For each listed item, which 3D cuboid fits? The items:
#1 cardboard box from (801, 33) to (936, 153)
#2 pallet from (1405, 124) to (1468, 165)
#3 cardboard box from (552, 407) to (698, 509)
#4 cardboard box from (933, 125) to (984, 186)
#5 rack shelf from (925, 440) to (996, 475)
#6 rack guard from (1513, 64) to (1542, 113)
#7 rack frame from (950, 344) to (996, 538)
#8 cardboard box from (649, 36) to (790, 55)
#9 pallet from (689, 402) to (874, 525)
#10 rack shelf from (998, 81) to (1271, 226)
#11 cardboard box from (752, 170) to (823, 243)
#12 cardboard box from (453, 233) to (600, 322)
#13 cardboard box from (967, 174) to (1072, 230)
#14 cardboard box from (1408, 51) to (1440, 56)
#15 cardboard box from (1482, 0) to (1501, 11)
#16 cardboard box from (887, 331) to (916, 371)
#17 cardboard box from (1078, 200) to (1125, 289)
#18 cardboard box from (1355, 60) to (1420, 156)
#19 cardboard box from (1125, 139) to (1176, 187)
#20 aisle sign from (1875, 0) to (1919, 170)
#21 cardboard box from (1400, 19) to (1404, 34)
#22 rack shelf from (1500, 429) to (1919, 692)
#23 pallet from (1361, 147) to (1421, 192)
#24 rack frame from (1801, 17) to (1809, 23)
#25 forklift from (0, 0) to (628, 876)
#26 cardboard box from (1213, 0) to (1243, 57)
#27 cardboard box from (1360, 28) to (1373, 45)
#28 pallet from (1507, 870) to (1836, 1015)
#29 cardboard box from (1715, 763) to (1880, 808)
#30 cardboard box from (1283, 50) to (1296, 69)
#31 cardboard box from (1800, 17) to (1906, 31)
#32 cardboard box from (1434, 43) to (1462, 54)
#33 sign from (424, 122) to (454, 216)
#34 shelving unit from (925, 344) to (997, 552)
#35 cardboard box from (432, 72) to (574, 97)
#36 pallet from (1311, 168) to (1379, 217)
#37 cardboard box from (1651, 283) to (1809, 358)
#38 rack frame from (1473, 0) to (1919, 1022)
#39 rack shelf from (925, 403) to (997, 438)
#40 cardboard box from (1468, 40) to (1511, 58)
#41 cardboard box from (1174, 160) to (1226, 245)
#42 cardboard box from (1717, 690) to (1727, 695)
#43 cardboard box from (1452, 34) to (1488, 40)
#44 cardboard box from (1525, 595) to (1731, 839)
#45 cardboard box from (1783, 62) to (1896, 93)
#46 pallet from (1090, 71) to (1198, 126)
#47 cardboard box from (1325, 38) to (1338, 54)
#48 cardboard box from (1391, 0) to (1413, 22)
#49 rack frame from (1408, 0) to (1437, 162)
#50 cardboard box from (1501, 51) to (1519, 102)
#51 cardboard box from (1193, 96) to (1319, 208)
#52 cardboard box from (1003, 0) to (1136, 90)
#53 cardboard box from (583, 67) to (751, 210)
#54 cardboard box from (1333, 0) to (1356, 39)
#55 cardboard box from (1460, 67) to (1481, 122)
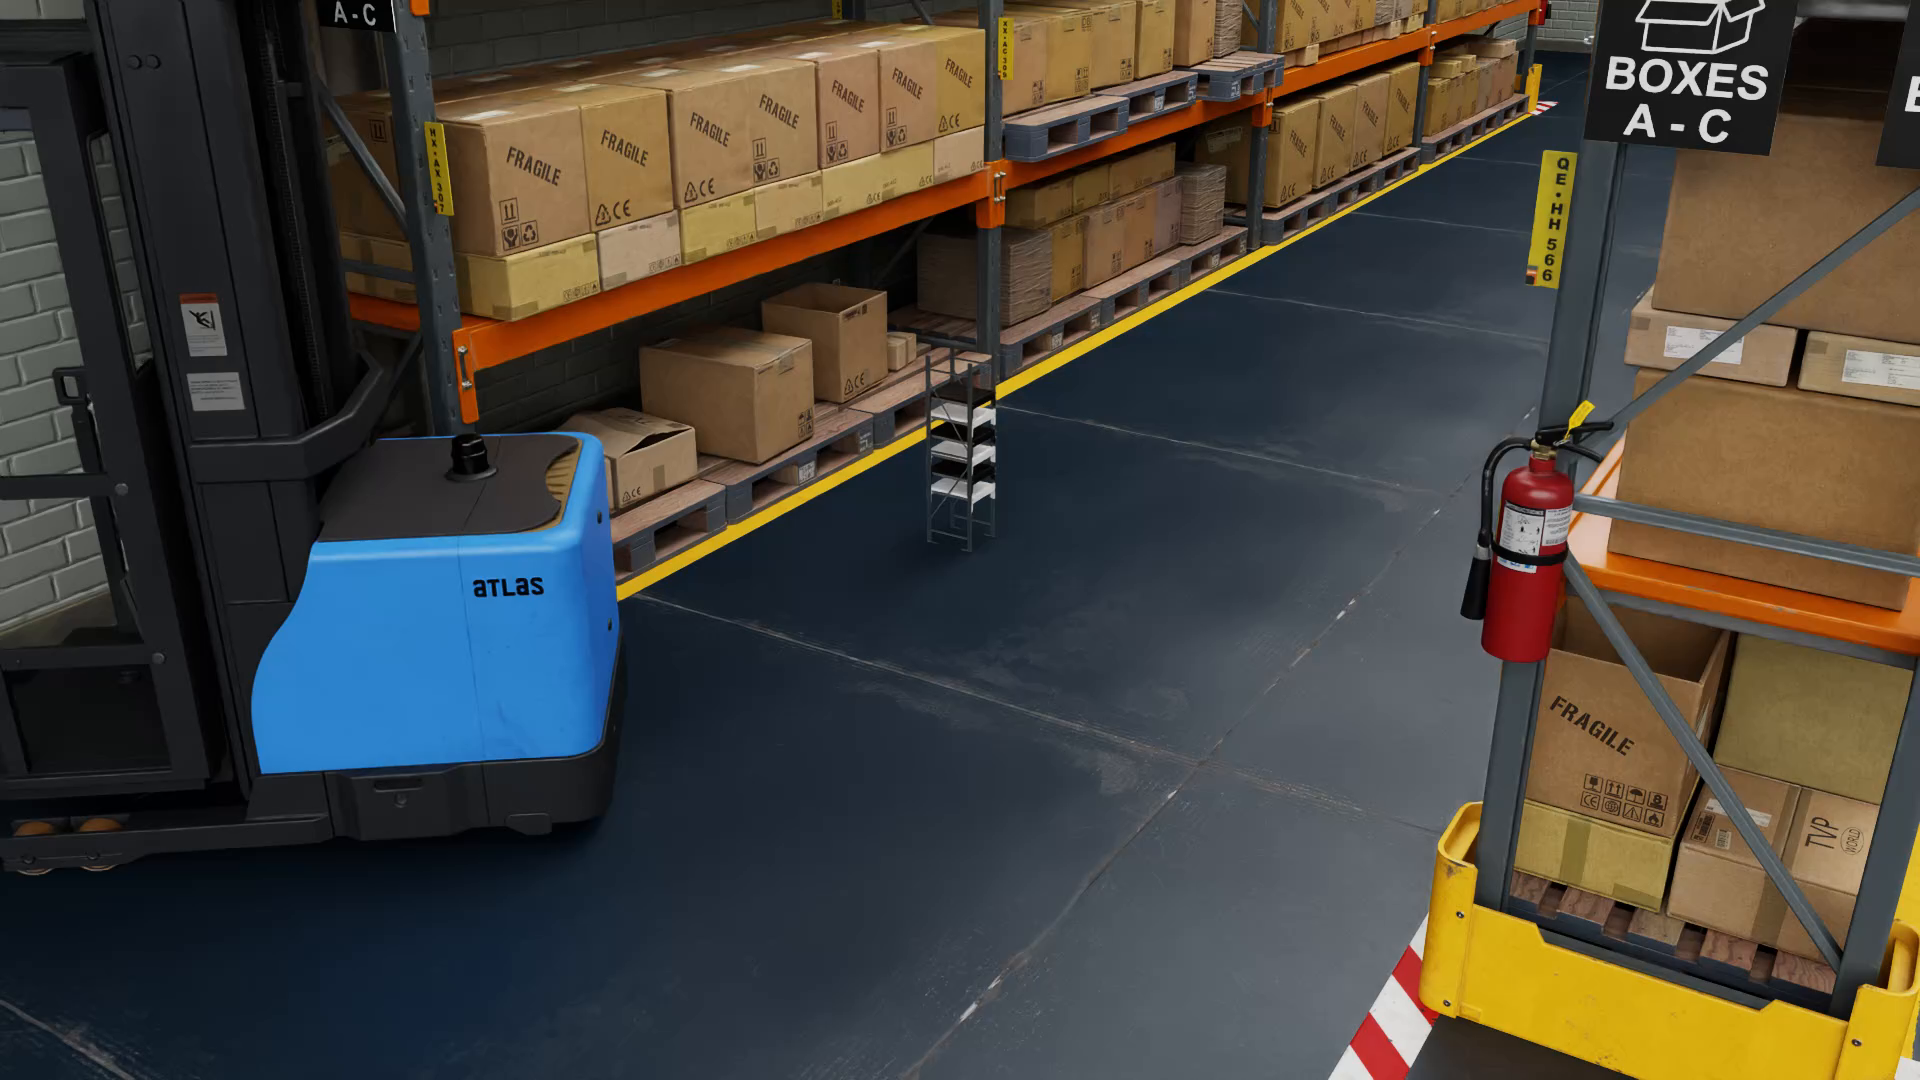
[{"bbox_3d":[-0.464,-2.285,8.471,0.500,0.500,0.500,14,27,29],"label":"cardboard box"},{"bbox_3d":[4.469,-4.055,16.851,1.003,0.211,1.213,14,27,29],"label":"pallet"},{"bbox_3d":[-1.586,-0.419,7.773,0.500,0.311,0.500,16,28,33],"label":"cardboard box"},{"bbox_3d":[-0.211,-2.111,9.014,0.500,0.250,0.500,14,27,29],"label":"cardboard box"},{"bbox_3d":[0.004,-0.385,7.591,0.258,0.077,0.200,14,27,29],"label":"rack shelf"},{"bbox_3d":[6.124,-5.305,19.376,1.175,0.500,0.348,14,27,29],"label":"rack guard"},{"bbox_3d":[0.058,-0.450,7.657,0.240,0.900,0.006,14,27,29],"label":"rack frame"},{"bbox_3d":[-1.188,-2.223,8.329,0.500,0.500,0.500,15,27,30],"label":"cardboard box"},{"bbox_3d":[-1.186,-0.467,8.563,1.003,0.211,1.213,14,27,29],"label":"pallet"},{"bbox_3d":[0.836,-2.739,11.207,1.077,0.370,4.000,14,27,29],"label":"rack shelf"},{"bbox_3d":[-0.997,-1.602,7.838,0.500,0.250,0.500,14,27,29],"label":"cardboard box"},{"bbox_3d":[-1.801,-1.083,6.639,0.500,0.250,0.500,13,27,27],"label":"cardboard box"},{"bbox_3d":[0.385,-2.194,10.692,0.500,0.250,0.500,13,27,28],"label":"cardboard box"},{"bbox_3d":[4.786,-5.013,17.357,0.380,0.149,0.250,14,27,29],"label":"cardboard box"},{"bbox_3d":[5.067,-5.904,17.236,0.980,0.700,0.700,12,26,26],"label":"cardboard box"},{"bbox_3d":[-0.475,-1.109,9.549,0.380,0.166,0.250,10,25,22],"label":"cardboard box"},{"bbox_3d":[0.689,-2.049,11.301,0.700,0.500,0.500,14,27,30],"label":"cardboard box"},{"bbox_3d":[3.769,-4.054,15.516,0.750,0.750,0.750,14,27,30],"label":"cardboard box"},{"bbox_3d":[1.202,-2.710,11.883,0.500,0.250,0.500,14,27,30],"label":"cardboard box"},{"bbox_3d":[2.107,-1.114,3.275,0.394,0.787,0.004,14,27,29],"label":"aisle sign"},{"bbox_3d":[3.776,-4.647,14.999,0.380,0.149,0.250,15,27,31],"label":"cardboard box"},{"bbox_3d":[2.937,-0.352,5.693,1.077,0.370,4.000,14,27,29],"label":"rack shelf"},{"bbox_3d":[3.658,-3.538,15.658,1.003,0.211,1.213,14,27,29],"label":"pallet"},{"bbox_3d":[3.992,-1.357,7.110,1.000,3.000,0.127,14,27,29],"label":"rack frame"},{"bbox_3d":[-2.717,-0.501,5.217,3.031,2.935,1.130,-3,24,-6],"label":"forklift"},{"bbox_3d":[1.652,-3.831,12.145,0.700,0.500,0.500,11,26,23],"label":"cardboard box"},{"bbox_3d":[3.356,-4.395,14.418,0.380,0.149,0.250,13,27,28],"label":"cardboard box"},{"bbox_3d":[2.250,1.005,5.161,1.003,0.211,1.213,14,27,29],"label":"pallet"},{"bbox_3d":[2.614,0.758,5.156,0.500,0.250,0.500,14,27,29],"label":"cardboard box"},{"bbox_3d":[2.402,-3.784,13.006,0.380,0.149,0.250,14,27,30],"label":"cardboard box"},{"bbox_3d":[3.233,-1.508,5.698,0.700,0.500,0.500,14,27,29],"label":"cardboard box"},{"bbox_3d":[5.191,-5.273,17.956,0.380,0.149,0.250,14,27,30],"label":"cardboard box"},{"bbox_3d":[-1.867,-1.328,5.952,0.100,0.325,0.005,14,27,29],"label":"sign"},{"bbox_3d":[0.004,-0.416,7.578,0.258,0.900,0.210,14,27,29],"label":"shelving unit"},{"bbox_3d":[-1.987,-1.700,7.121,0.500,0.500,0.500,14,27,30],"label":"cardboard box"},{"bbox_3d":[3.016,-3.125,14.703,1.003,0.211,1.213,14,27,29],"label":"pallet"},{"bbox_3d":[2.058,-0.608,4.437,0.380,0.149,0.250,15,27,30],"label":"cardboard box"},{"bbox_3d":[1.882,-0.007,3.991,1.000,3.000,0.127,14,27,29],"label":"rack frame"},{"bbox_3d":[0.004,-0.550,7.519,0.258,0.077,0.200,14,27,29],"label":"rack shelf"},{"bbox_3d":[5.780,-5.362,18.163,0.380,0.149,0.250,15,27,30],"label":"cardboard box"},{"bbox_3d":[1.556,-2.545,12.446,0.700,0.500,0.500,14,27,30],"label":"cardboard box"},{"bbox_3d":[2.430,0.479,5.801,0.500,0.250,0.500,14,27,29],"label":"cardboard box"},{"bbox_3d":[5.723,-5.614,18.745,0.380,0.149,0.250,14,27,29],"label":"cardboard box"},{"bbox_3d":[1.912,0.474,4.867,0.500,0.500,0.500,14,27,29],"label":"cardboard box"},{"bbox_3d":[2.440,-1.000,4.525,0.700,0.500,0.500,13,27,28],"label":"cardboard box"},{"bbox_3d":[0.882,-2.979,11.098,1.003,0.211,1.213,14,27,29],"label":"pallet"},{"bbox_3d":[2.917,-4.141,13.830,0.380,0.149,0.250,14,27,30],"label":"cardboard box"},{"bbox_3d":[3.711,-4.903,14.774,0.500,0.500,0.500,14,27,29],"label":"cardboard box"},{"bbox_3d":[4.001,-5.094,15.742,1.000,3.000,0.127,14,27,29],"label":"rack frame"},{"bbox_3d":[5.827,-5.233,18.679,0.700,0.500,0.500,14,27,29],"label":"cardboard box"},{"bbox_3d":[2.391,-3.171,13.477,0.750,0.750,0.750,13,27,28],"label":"cardboard box"},{"bbox_3d":[0.701,-3.222,10.738,0.700,0.500,0.500,18,29,36],"label":"cardboard box"},{"bbox_3d":[-1.274,-1.764,7.270,0.500,0.500,0.500,13,27,27],"label":"cardboard box"},{"bbox_3d":[2.912,-4.388,13.585,0.500,0.500,0.500,14,27,29],"label":"cardboard box"},{"bbox_3d":[5.023,-4.712,17.478,0.700,0.500,0.500,15,27,30],"label":"cardboard box"}]
